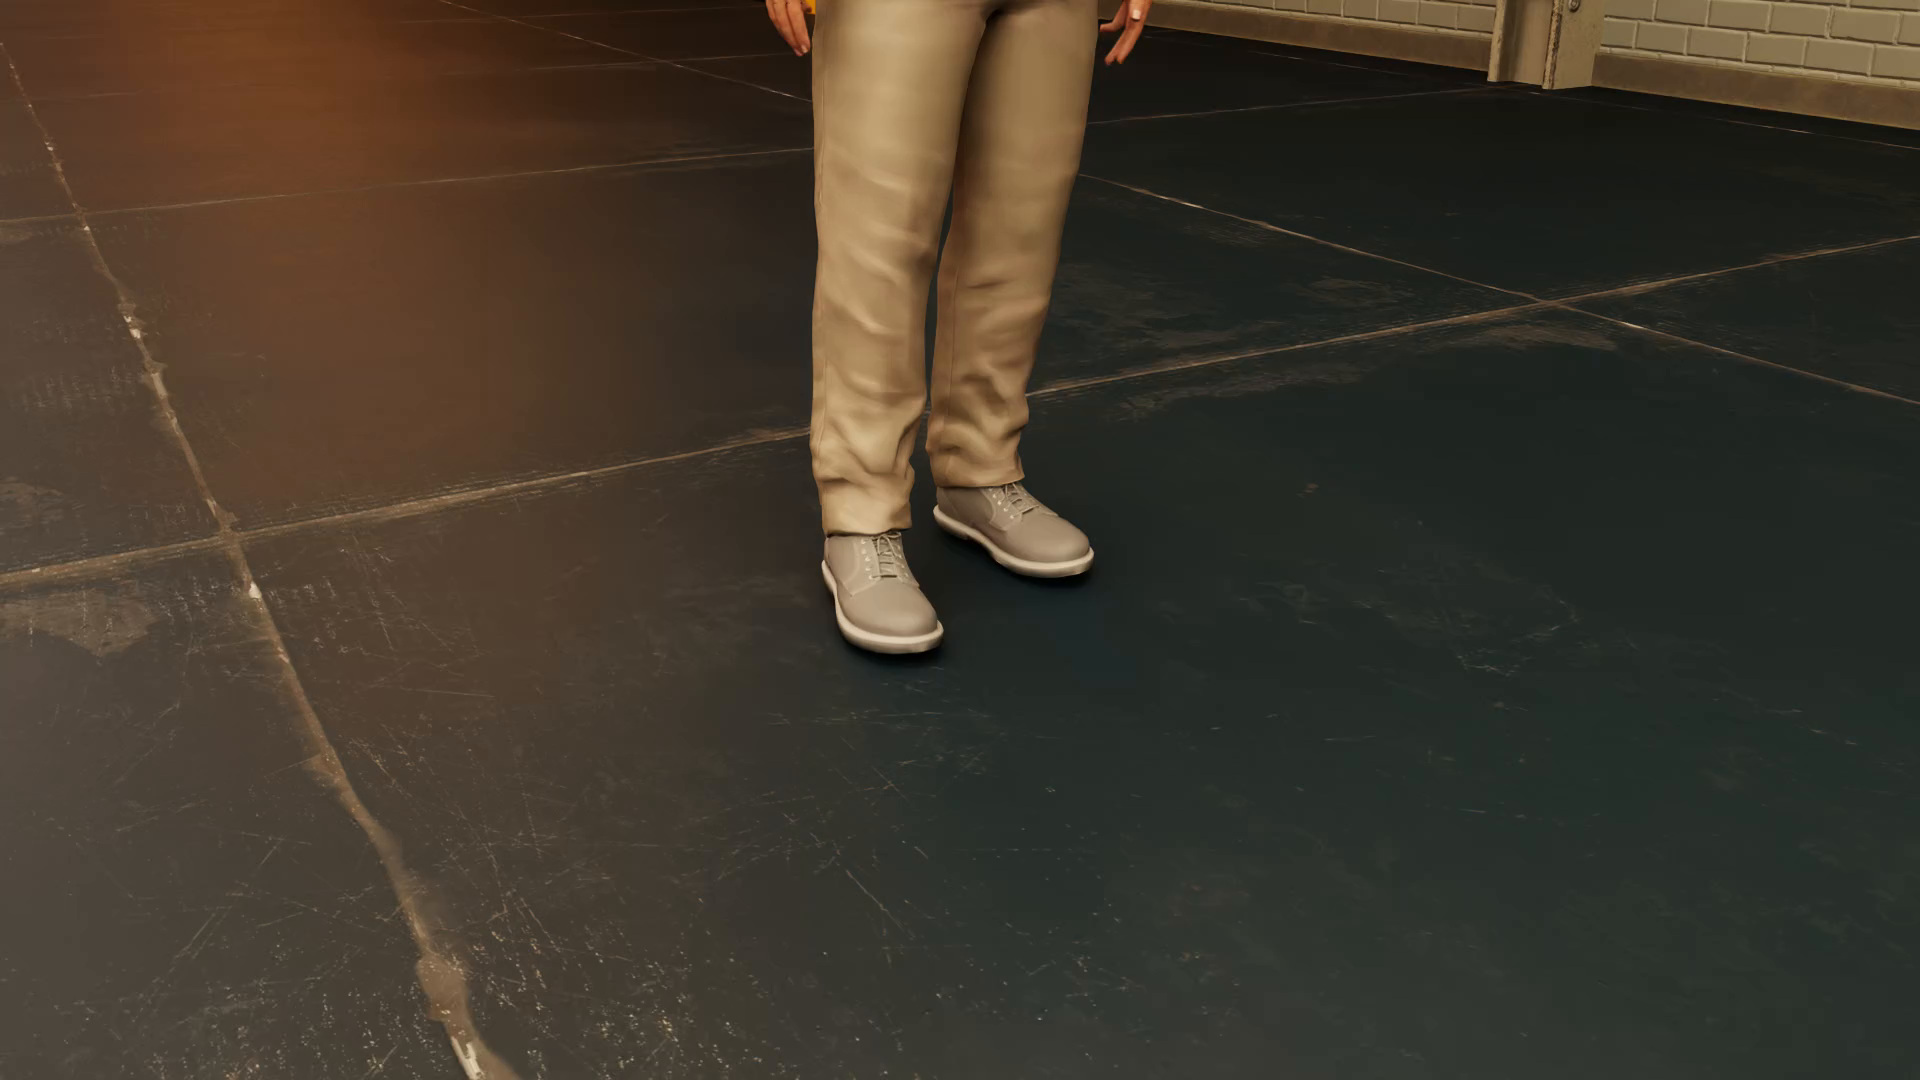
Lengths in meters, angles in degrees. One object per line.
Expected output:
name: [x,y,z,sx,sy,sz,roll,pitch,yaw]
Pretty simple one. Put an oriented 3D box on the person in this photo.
person: [0.035,-0.776,2.226,0.641,1.728,0.550,-12,25,-28]
